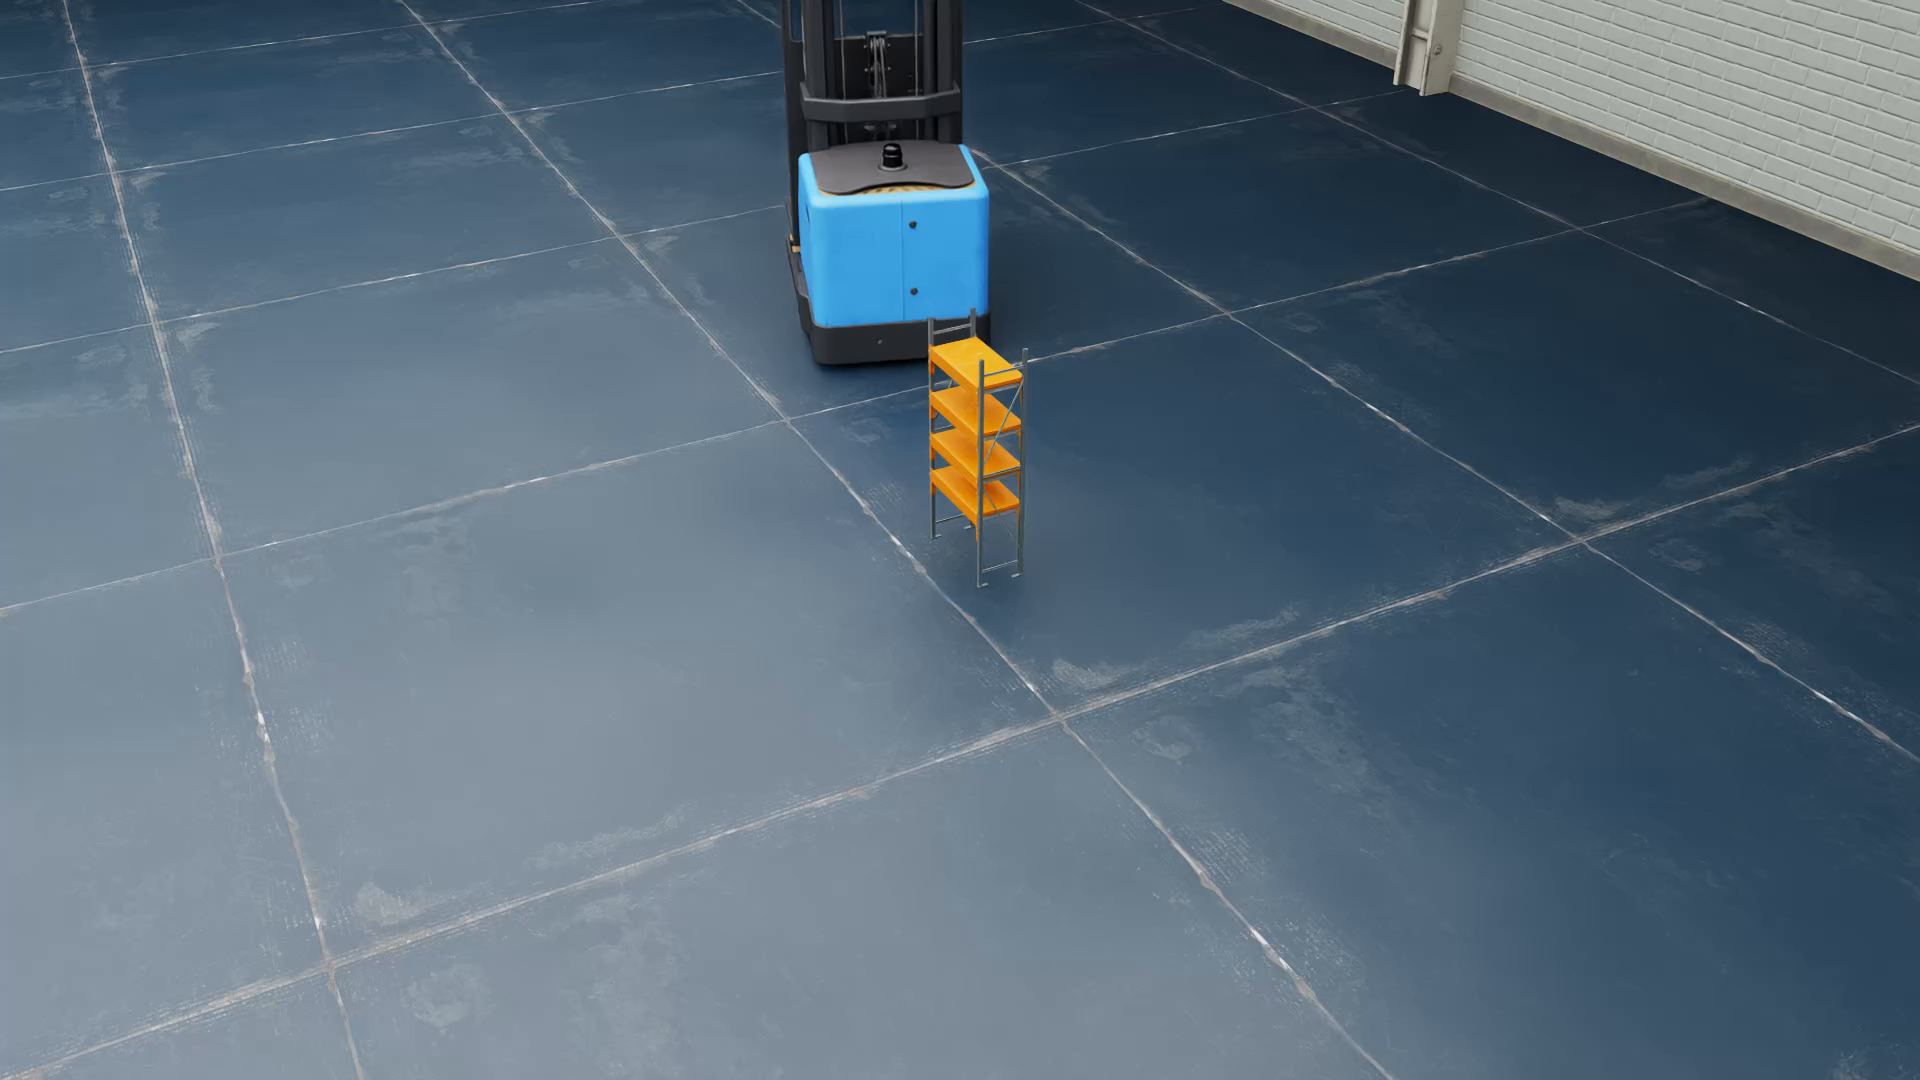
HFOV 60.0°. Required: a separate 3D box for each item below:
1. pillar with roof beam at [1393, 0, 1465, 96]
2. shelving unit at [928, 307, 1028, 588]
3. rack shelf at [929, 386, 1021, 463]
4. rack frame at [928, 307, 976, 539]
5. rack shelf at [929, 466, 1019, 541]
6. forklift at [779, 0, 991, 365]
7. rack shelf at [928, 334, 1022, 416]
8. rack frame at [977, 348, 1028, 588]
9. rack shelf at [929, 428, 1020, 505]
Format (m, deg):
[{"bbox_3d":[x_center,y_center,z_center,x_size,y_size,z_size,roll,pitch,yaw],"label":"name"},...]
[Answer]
[{"bbox_3d":[0.175,-6.616,10.234,9.100,9.000,0.400,-16,36,-23],"label":"pillar with roof beam"},{"bbox_3d":[0.077,-0.426,7.803,0.258,1.200,0.503,-16,36,-23],"label":"shelving unit"},{"bbox_3d":[0.077,-0.558,7.719,0.258,0.148,0.480,-16,36,-23],"label":"rack shelf"},{"bbox_3d":[-0.037,-0.543,7.985,0.240,1.200,0.015,-16,36,-23],"label":"rack frame"},{"bbox_3d":[0.077,-0.202,7.946,0.258,0.148,0.480,-16,36,-23],"label":"rack shelf"},{"bbox_3d":[-0.569,-3.041,10.279,1.130,2.935,3.031,-5,33,-8],"label":"forklift"},{"bbox_3d":[0.077,-0.757,7.591,0.258,0.148,0.480,-16,36,-23],"label":"rack shelf"},{"bbox_3d":[0.191,-0.310,7.621,0.240,1.200,0.015,-16,36,-23],"label":"rack frame"},{"bbox_3d":[0.077,-0.370,7.839,0.258,0.148,0.480,-16,36,-23],"label":"rack shelf"}]
